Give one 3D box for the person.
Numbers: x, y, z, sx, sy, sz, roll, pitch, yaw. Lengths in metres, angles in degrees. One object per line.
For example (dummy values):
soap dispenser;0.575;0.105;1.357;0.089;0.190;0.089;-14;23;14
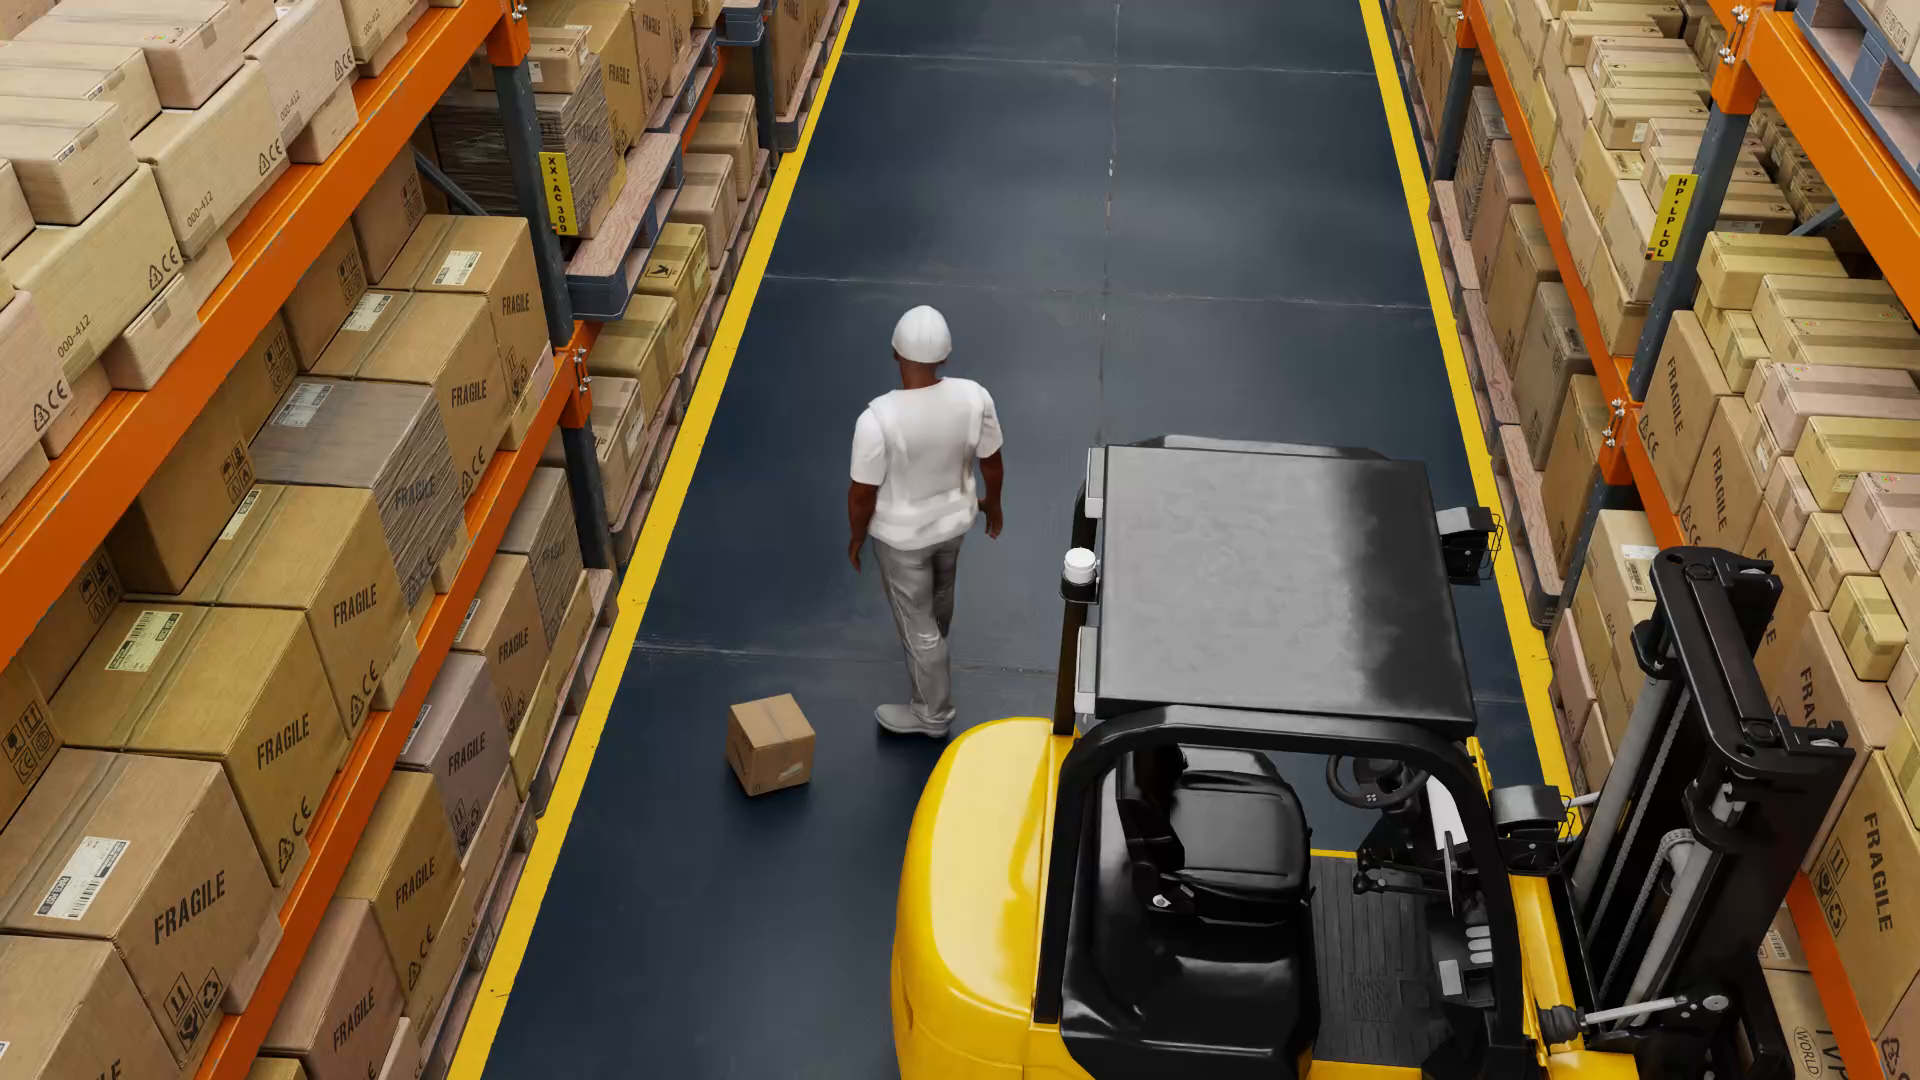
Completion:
person;-0.135;-0.079;6.239;0.626;1.766;0.626;-21;44;-24
